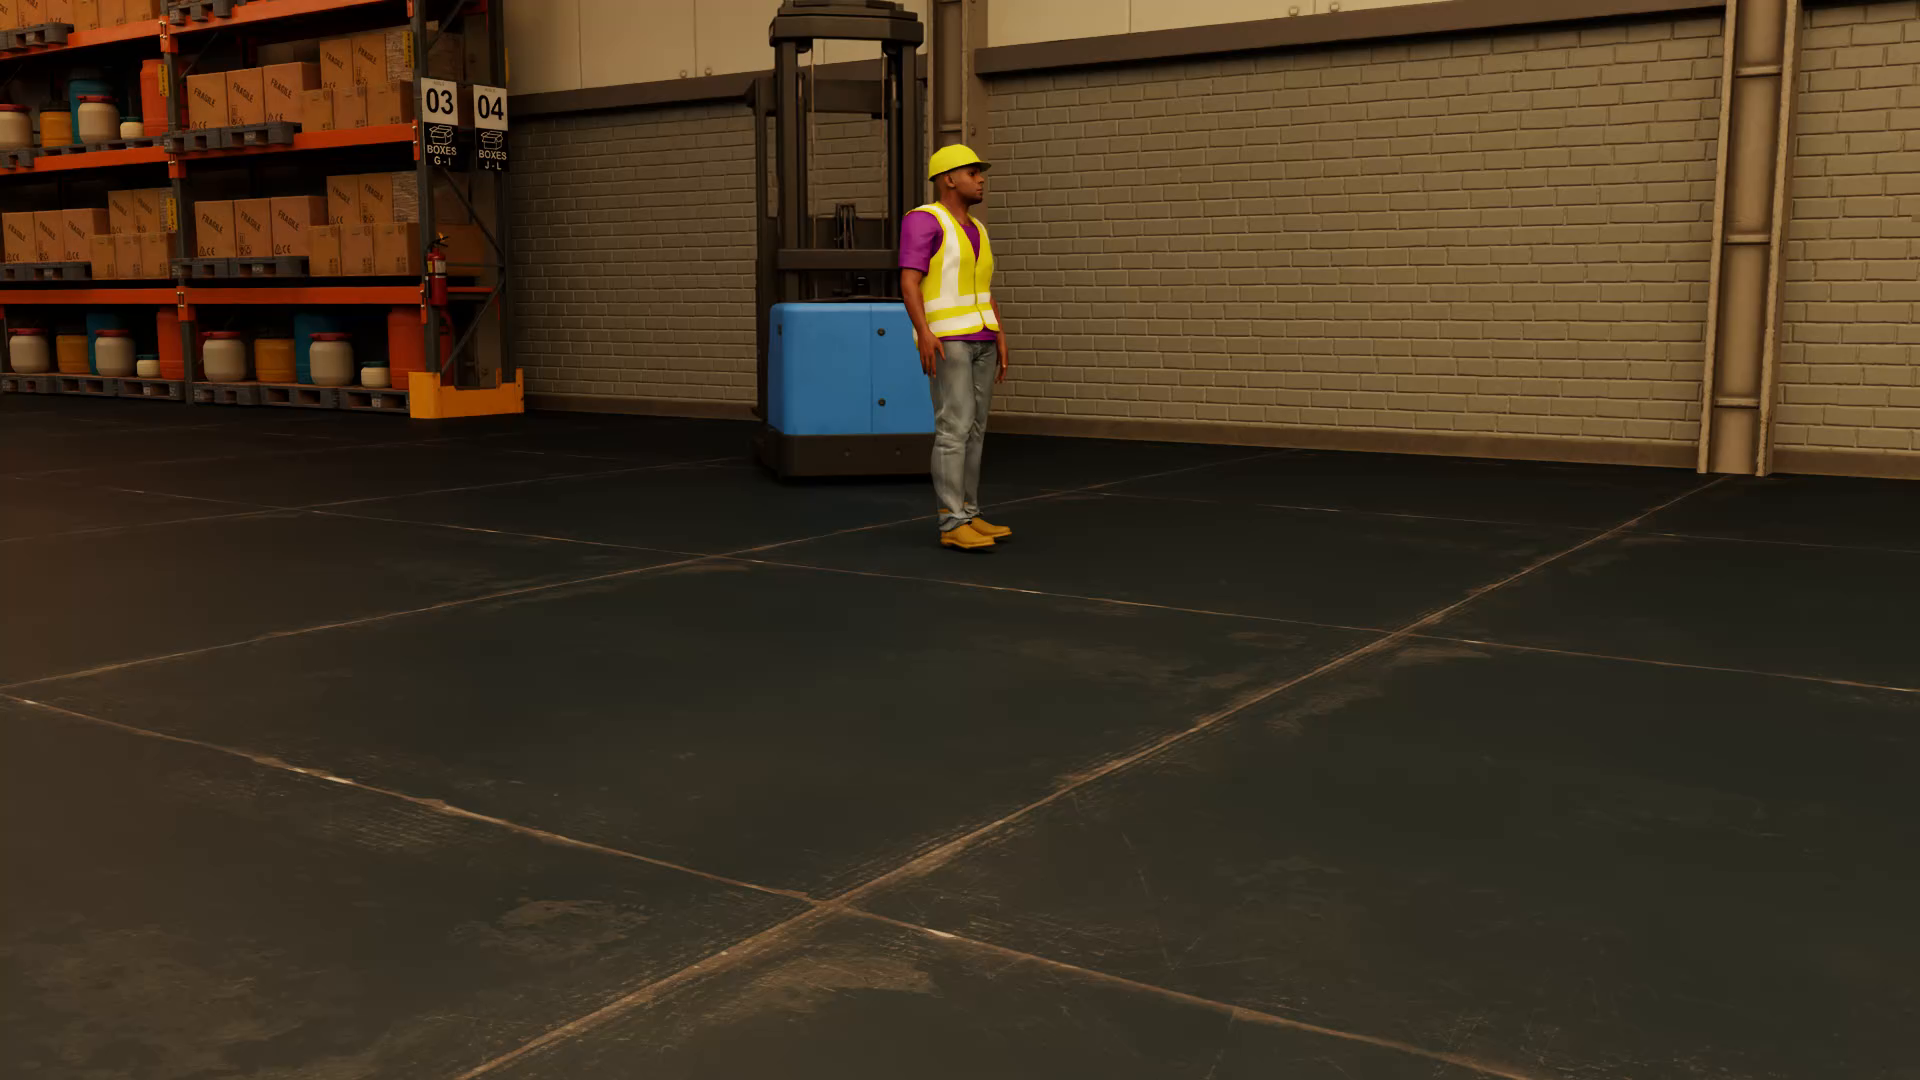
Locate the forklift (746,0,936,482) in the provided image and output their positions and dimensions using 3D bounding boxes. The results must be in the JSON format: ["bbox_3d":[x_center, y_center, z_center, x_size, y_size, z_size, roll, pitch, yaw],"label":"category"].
[{"bbox_3d":[-0.824,-1.972,11.058,1.130,2.935,3.031,-2,8,-12],"label":"forklift"}]

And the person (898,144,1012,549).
[{"bbox_3d":[0.055,-0.875,7.435,0.575,1.768,0.665,5,10,34],"label":"person"}]
